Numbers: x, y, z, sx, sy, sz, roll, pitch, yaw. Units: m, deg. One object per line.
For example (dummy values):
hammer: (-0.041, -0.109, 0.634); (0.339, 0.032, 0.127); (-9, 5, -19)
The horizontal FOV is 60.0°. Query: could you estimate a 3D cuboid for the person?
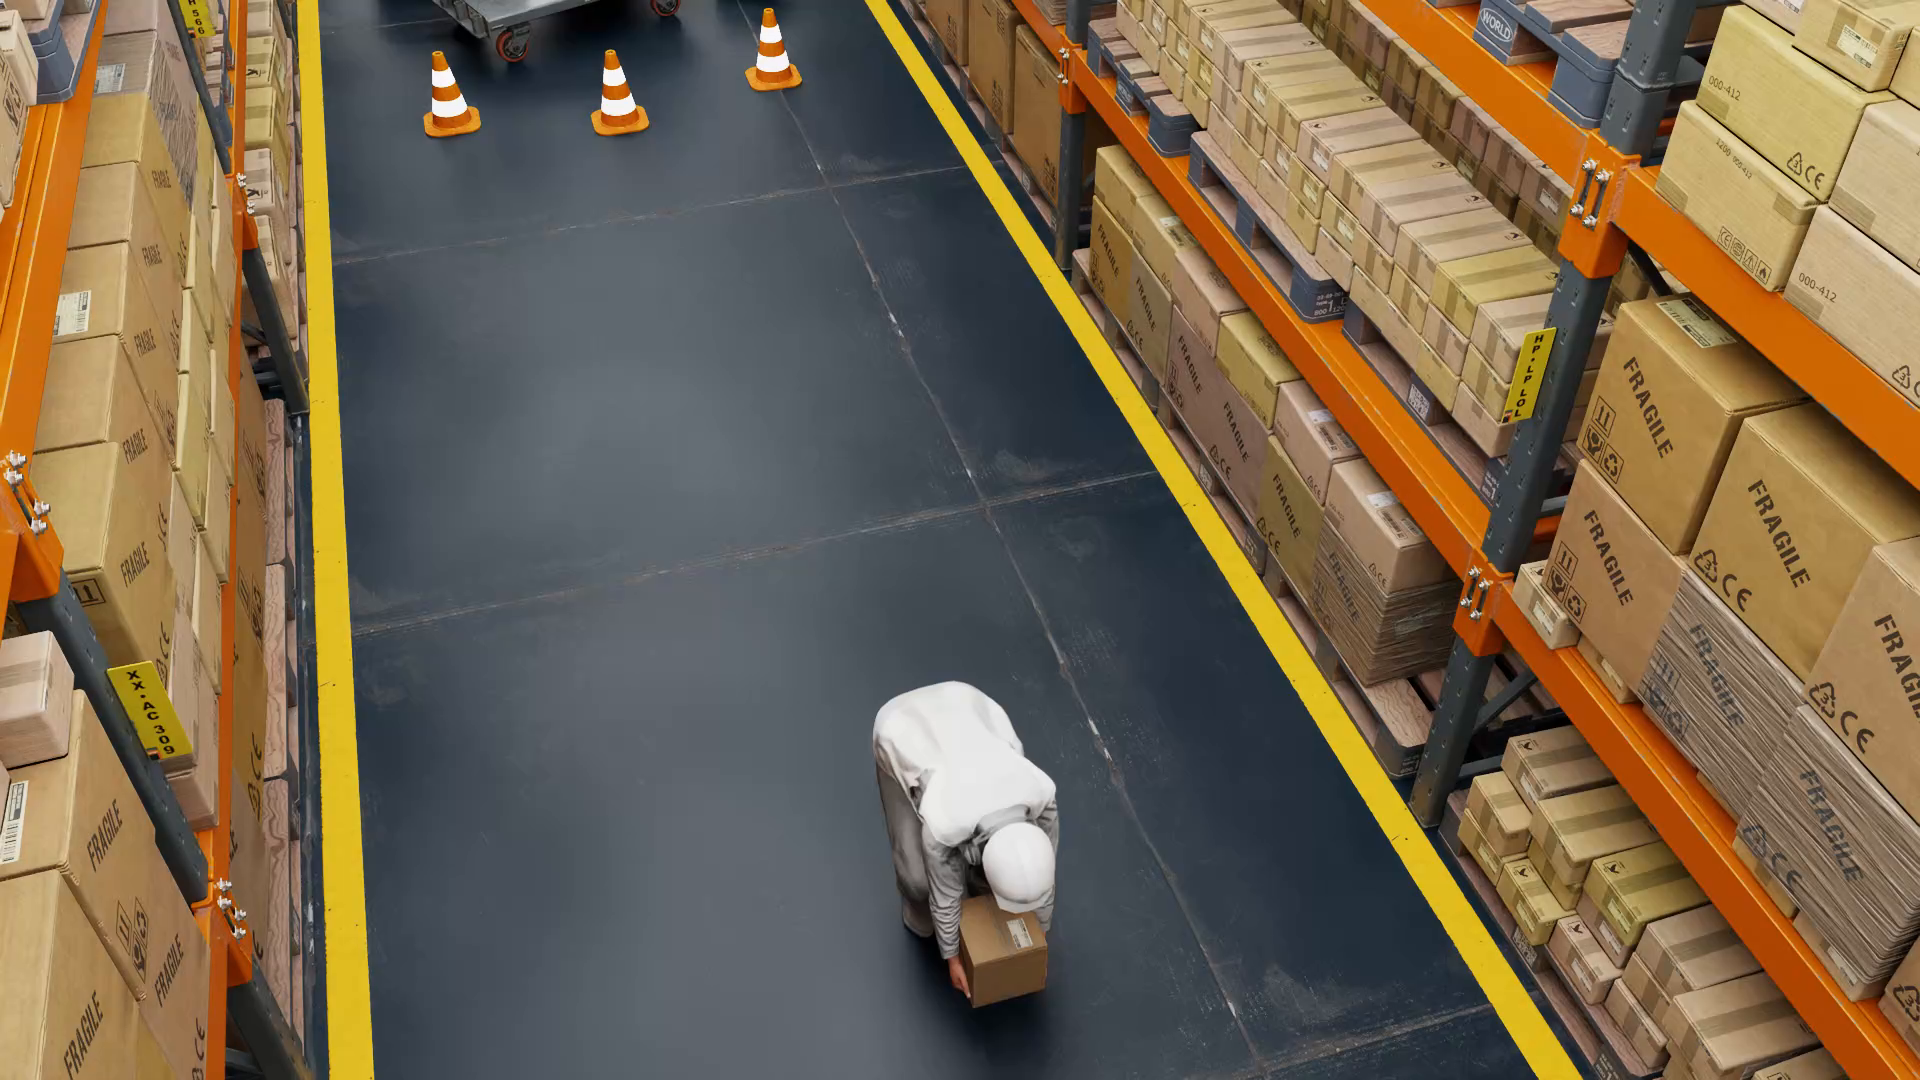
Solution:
person: (0.036, 1.038, 5.562); (0.502, 1.002, 0.994); (-14, 44, -15)
